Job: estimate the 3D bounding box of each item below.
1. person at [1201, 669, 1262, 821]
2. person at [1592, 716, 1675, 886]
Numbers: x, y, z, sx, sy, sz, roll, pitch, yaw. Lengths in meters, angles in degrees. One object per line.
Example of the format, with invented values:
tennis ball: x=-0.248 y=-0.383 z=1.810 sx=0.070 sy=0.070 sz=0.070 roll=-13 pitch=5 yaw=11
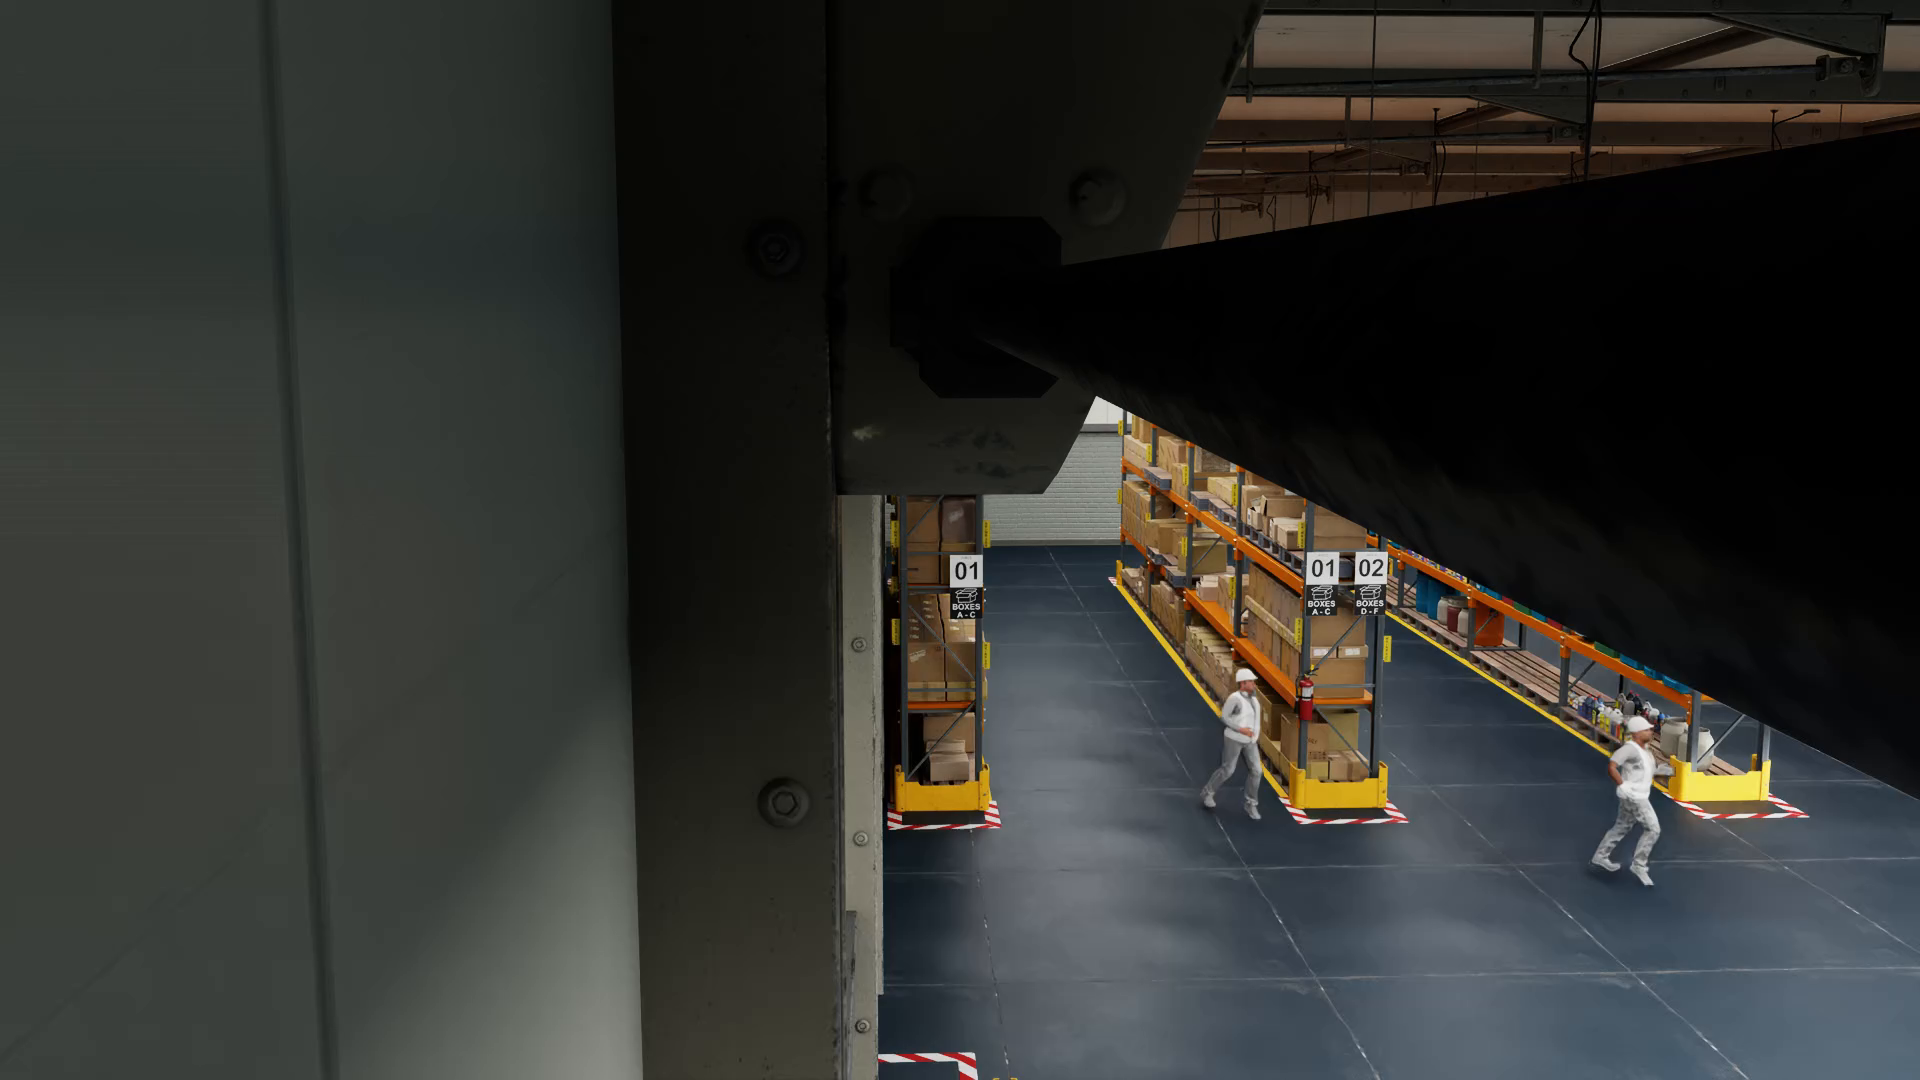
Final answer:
person: x=3.468 y=2.469 z=20.401 sx=0.727 sy=1.791 sz=0.844 roll=-6 pitch=11 yaw=-37
person: x=7.312 y=2.810 z=18.050 sx=0.778 sy=1.838 sz=0.654 roll=4 pitch=9 yaw=24
